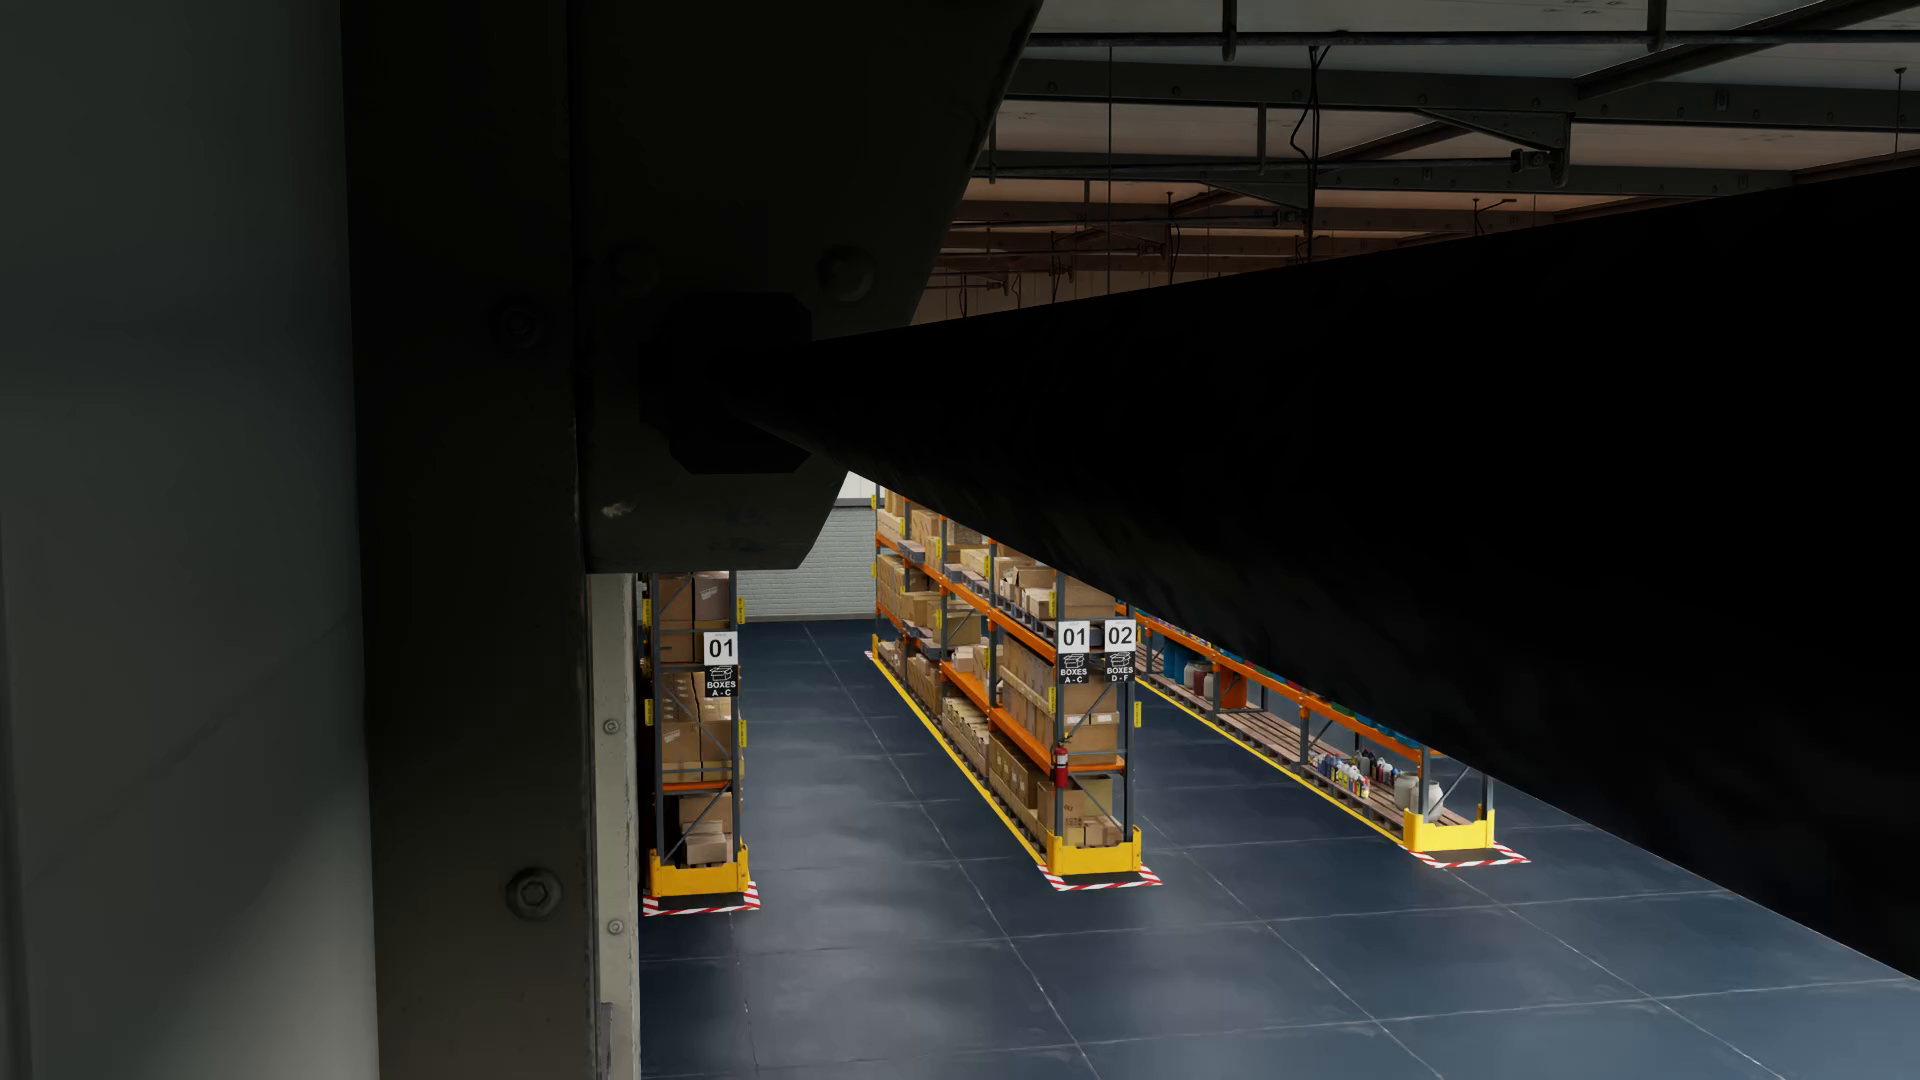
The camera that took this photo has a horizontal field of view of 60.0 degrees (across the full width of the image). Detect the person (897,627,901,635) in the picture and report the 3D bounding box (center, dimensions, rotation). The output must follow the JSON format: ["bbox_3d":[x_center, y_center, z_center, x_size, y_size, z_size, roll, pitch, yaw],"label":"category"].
[{"bbox_3d":[-1.433,1.413,39.874,0.457,1.617,0.867,-3,7,-27],"label":"person"}]
